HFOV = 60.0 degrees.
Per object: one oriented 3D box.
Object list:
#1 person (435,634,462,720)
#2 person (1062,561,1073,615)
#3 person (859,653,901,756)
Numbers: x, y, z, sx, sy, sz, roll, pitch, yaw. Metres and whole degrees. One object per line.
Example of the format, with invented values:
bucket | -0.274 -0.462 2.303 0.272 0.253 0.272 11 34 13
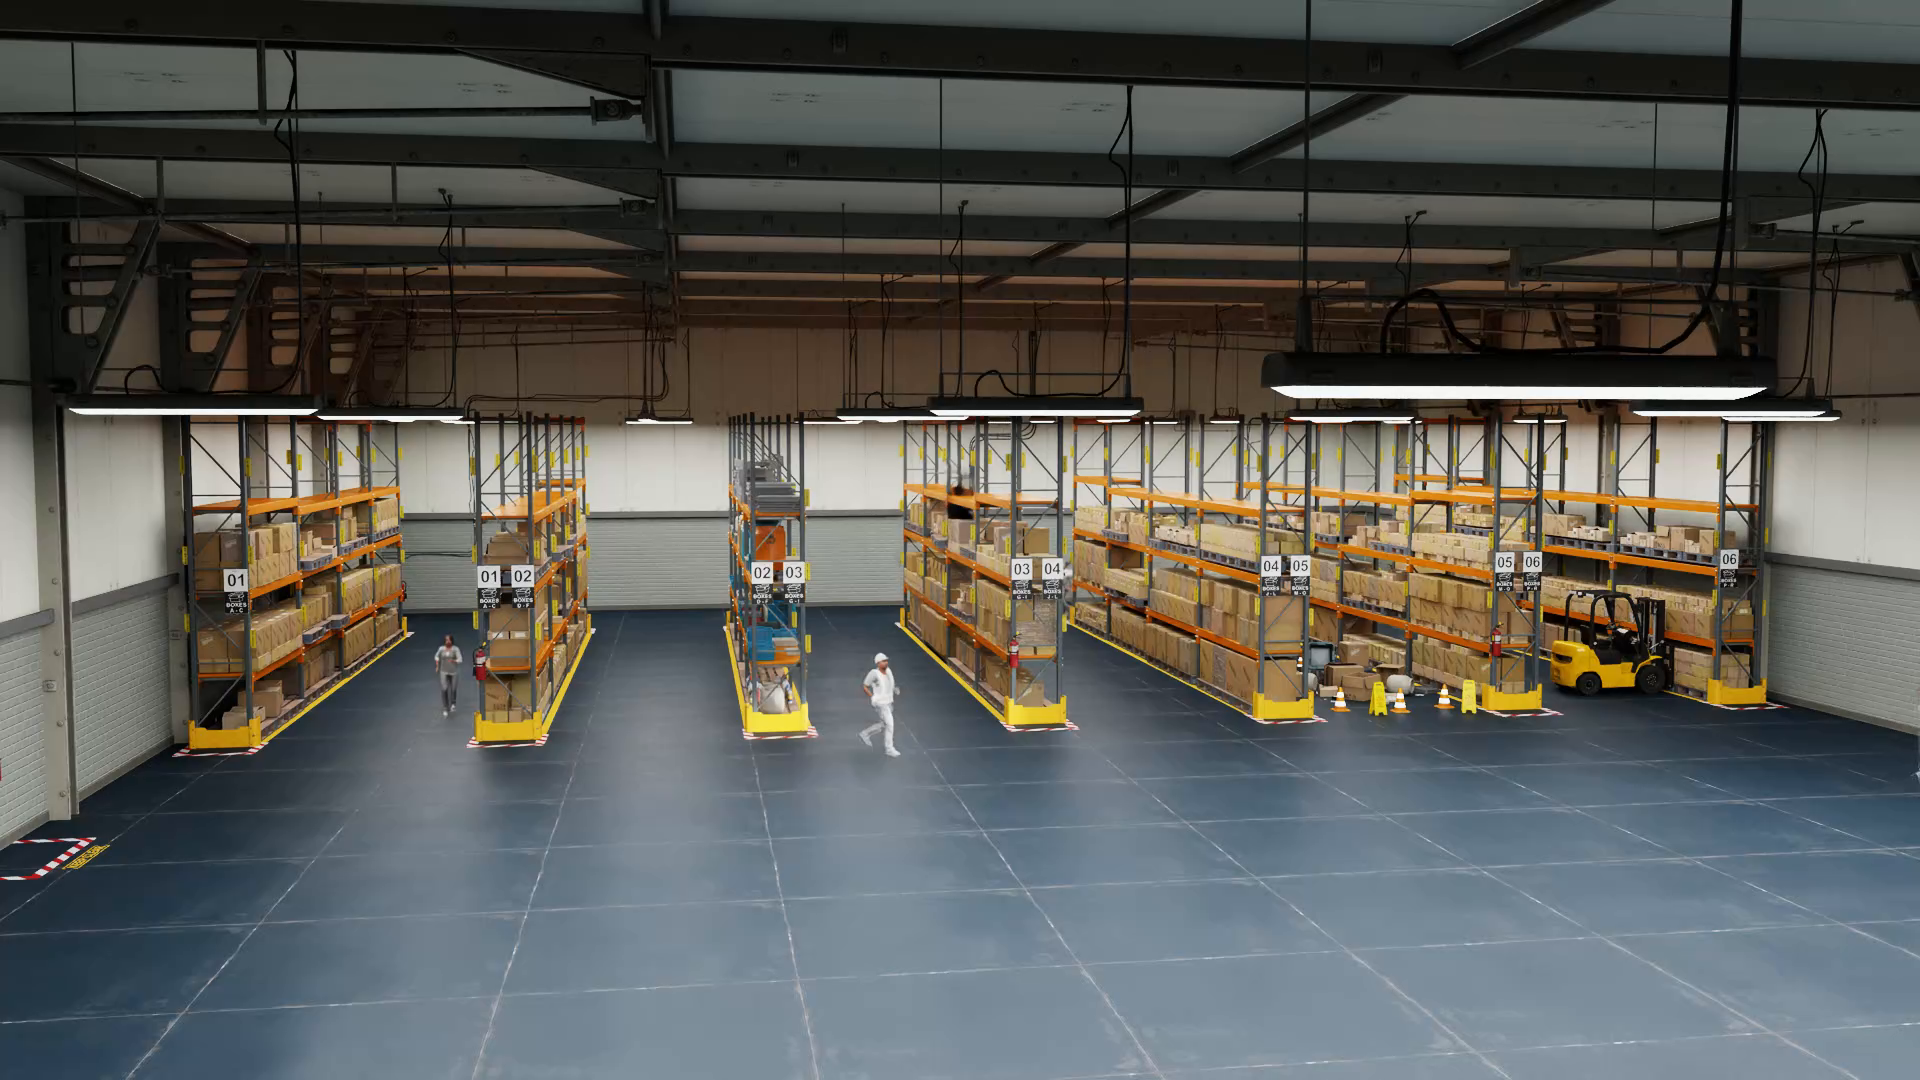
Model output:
person | -10.100 2.688 32.855 0.517 1.604 0.784 -1 4 -16
person | 3.029 1.474 49.531 0.970 1.760 0.739 -2 4 -28
person | -1.389 2.865 29.103 0.843 1.780 0.672 2 4 29
